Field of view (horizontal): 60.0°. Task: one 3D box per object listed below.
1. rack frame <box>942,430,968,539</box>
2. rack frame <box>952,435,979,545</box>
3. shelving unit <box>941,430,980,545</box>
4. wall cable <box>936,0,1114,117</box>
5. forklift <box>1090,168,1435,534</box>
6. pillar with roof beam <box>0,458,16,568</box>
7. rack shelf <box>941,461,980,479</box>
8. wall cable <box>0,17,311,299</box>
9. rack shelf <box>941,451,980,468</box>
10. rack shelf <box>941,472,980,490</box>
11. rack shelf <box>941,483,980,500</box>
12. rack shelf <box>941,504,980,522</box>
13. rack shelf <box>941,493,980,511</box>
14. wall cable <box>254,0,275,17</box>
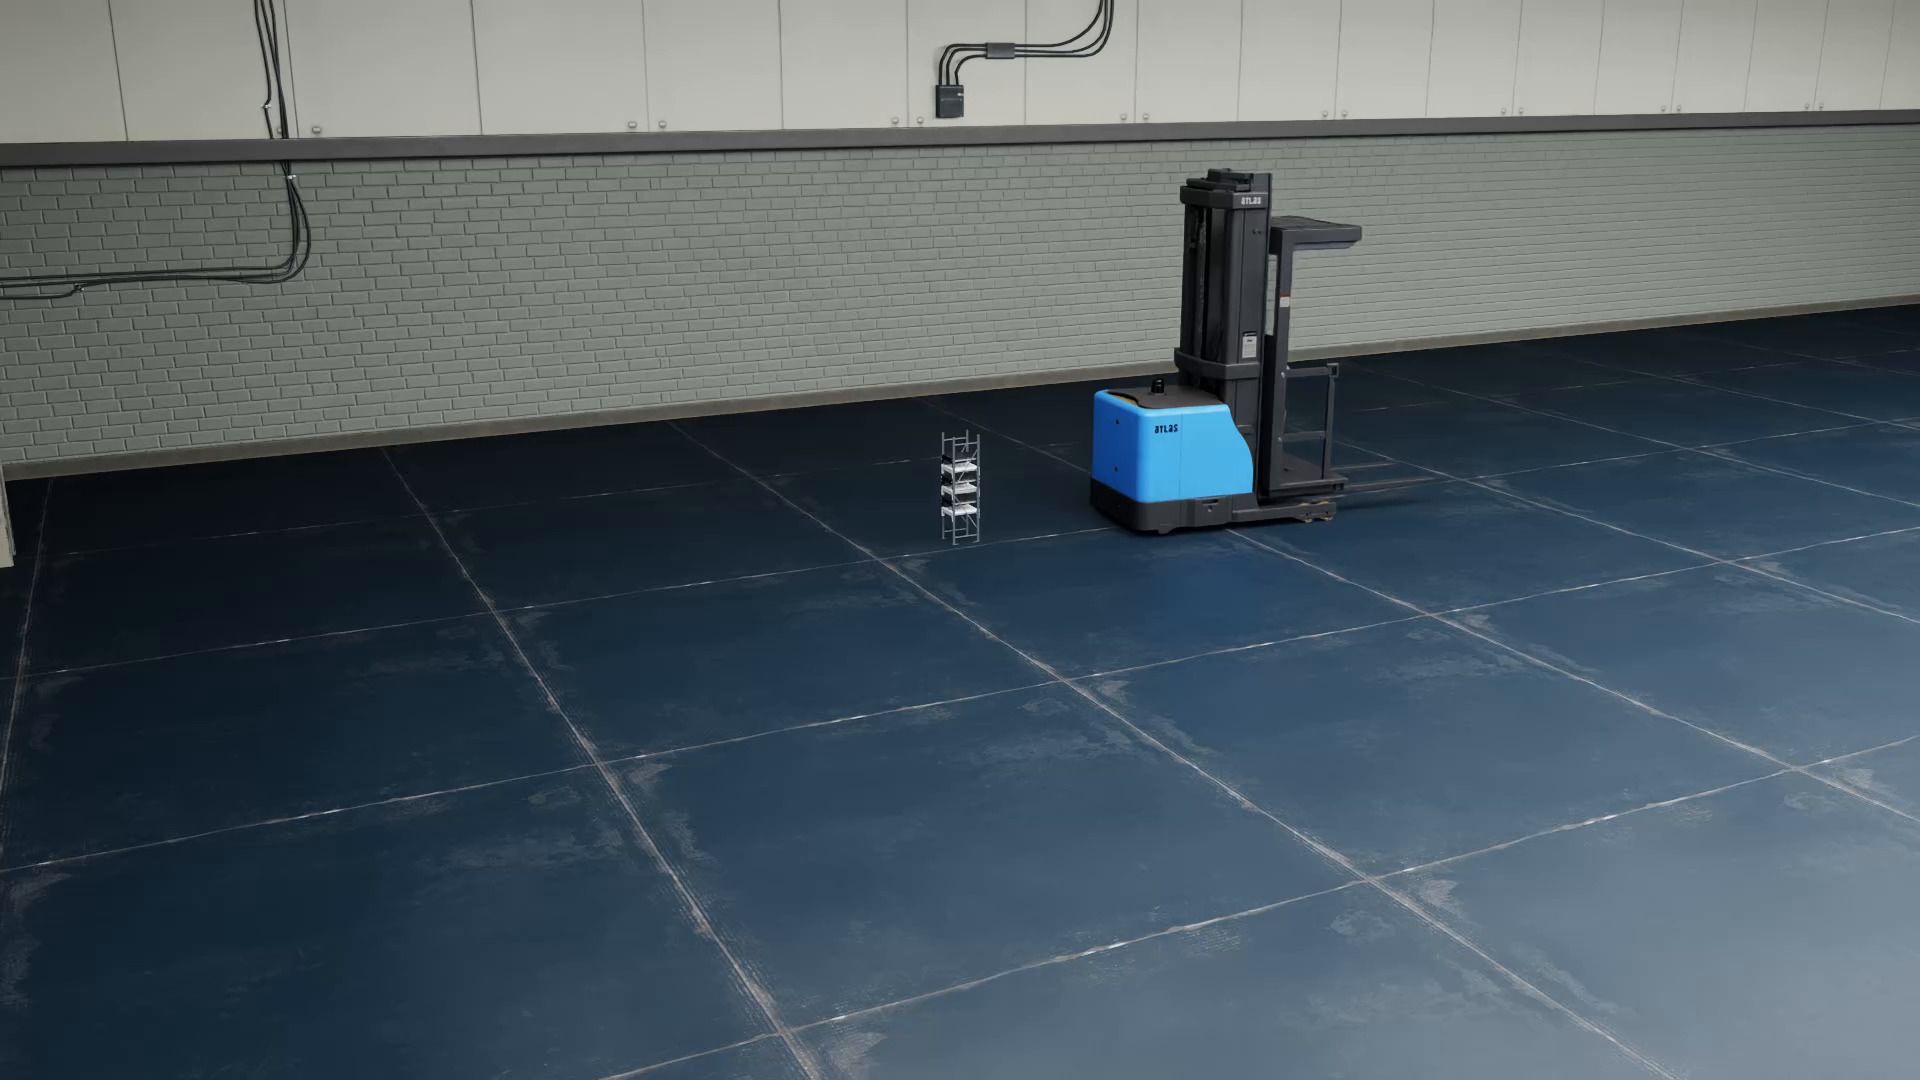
[{"bbox_3d":[-0.041,-0.456,13.707,0.240,0.900,0.006,-8,18,-25],"label":"rack frame"},{"bbox_3d":[0.048,-0.405,13.532,0.240,0.900,0.006,-8,18,-25],"label":"rack frame"},{"bbox_3d":[0.004,-0.431,13.620,0.258,0.900,0.210,-8,18,-25],"label":"shelving unit"},{"bbox_3d":[0.790,-7.820,18.520,2.305,6.003,0.169,-8,18,-25],"label":"wall cable"},{"bbox_3d":[2.715,-1.688,14.318,3.031,2.935,1.130,-6,17,-19],"label":"forklift"},{"bbox_3d":[-3.779,-4.672,13.716,9.100,9.000,0.400,-8,18,-25],"label":"pillar with roof beam"},{"bbox_3d":[0.004,-0.572,13.579,0.258,0.077,0.200,-8,18,-25],"label":"rack shelf"},{"bbox_3d":[-7.750,-3.549,15.434,3.097,2.526,0.112,-8,18,-25],"label":"wall cable"},{"bbox_3d":[0.004,-0.658,13.554,0.258,0.077,0.200,-8,18,-25],"label":"rack shelf"},{"bbox_3d":[0.004,-0.485,13.604,0.258,0.077,0.200,-8,18,-25],"label":"rack shelf"},{"bbox_3d":[0.004,-0.398,13.629,0.258,0.077,0.200,-8,18,-25],"label":"rack shelf"},{"bbox_3d":[0.004,-0.225,13.678,0.258,0.077,0.200,-8,18,-25],"label":"rack shelf"},{"bbox_3d":[0.004,-0.312,13.654,0.258,0.077,0.200,-8,18,-25],"label":"rack shelf"},{"bbox_3d":[-5.319,-6.304,15.876,3.097,2.526,0.112,-8,18,-25],"label":"wall cable"}]
